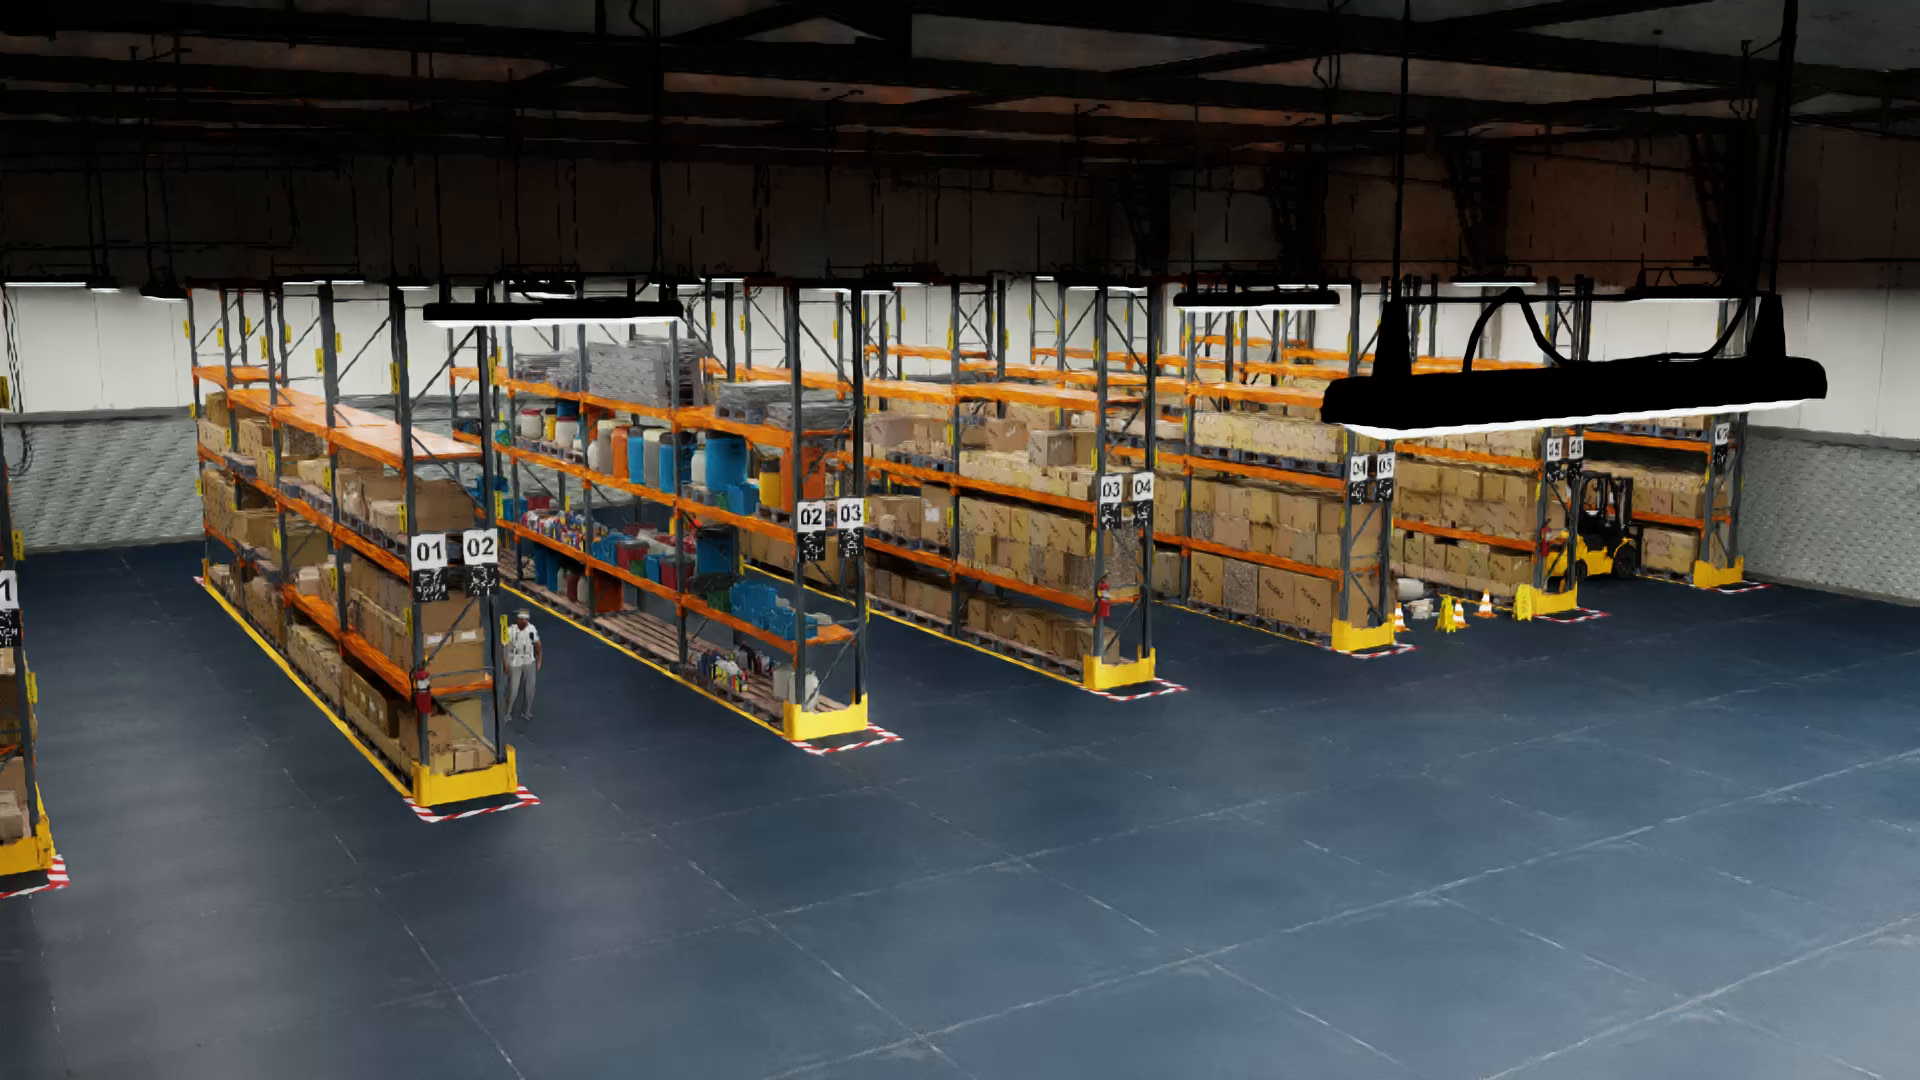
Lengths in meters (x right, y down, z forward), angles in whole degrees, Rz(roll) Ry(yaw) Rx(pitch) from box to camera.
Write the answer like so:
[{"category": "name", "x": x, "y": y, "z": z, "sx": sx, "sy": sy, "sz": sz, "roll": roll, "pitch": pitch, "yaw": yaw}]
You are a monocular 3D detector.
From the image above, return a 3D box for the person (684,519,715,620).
[{"category": "person", "x": -4.468, "y": 0.492, "z": 28.206, "sx": 0.528, "sy": 1.712, "sz": 1.040, "roll": -8, "pitch": 12, "yaw": -40}]

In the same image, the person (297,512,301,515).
[{"category": "person", "x": -14.064, "y": -0.426, "z": 35.747, "sx": 0.478, "sy": 1.567, "sz": 1.093, "roll": -7, "pitch": 12, "yaw": -34}]

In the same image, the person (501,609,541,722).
[{"category": "person", "x": -6.079, "y": 1.714, "z": 22.987, "sx": 0.592, "sy": 1.625, "sz": 0.532, "roll": -6, "pitch": 12, "yaw": -34}]
